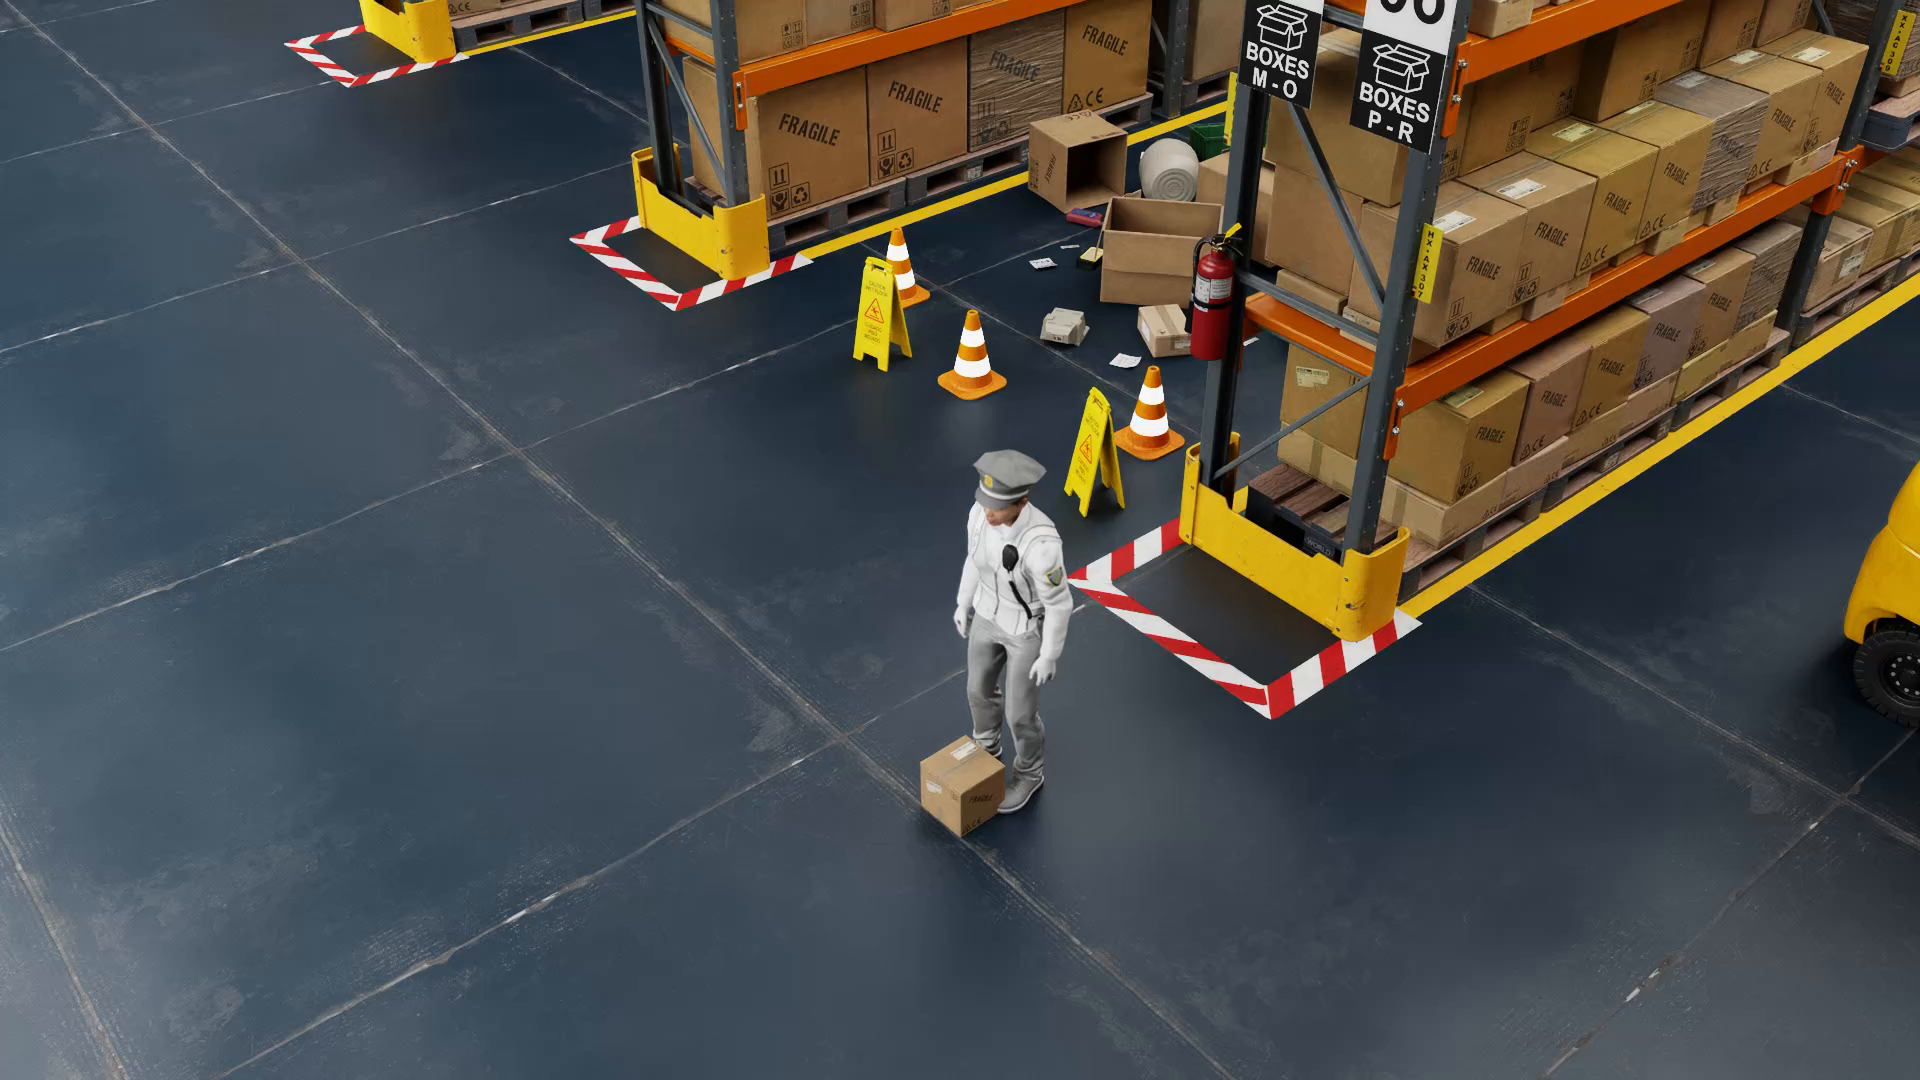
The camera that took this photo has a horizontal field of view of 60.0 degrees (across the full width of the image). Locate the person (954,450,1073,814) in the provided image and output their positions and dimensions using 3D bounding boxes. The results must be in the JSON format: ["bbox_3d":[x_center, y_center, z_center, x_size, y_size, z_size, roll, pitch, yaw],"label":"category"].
[{"bbox_3d":[0.197,0.359,6.589,0.372,1.655,0.547,-29,45,-34],"label":"person"}]
